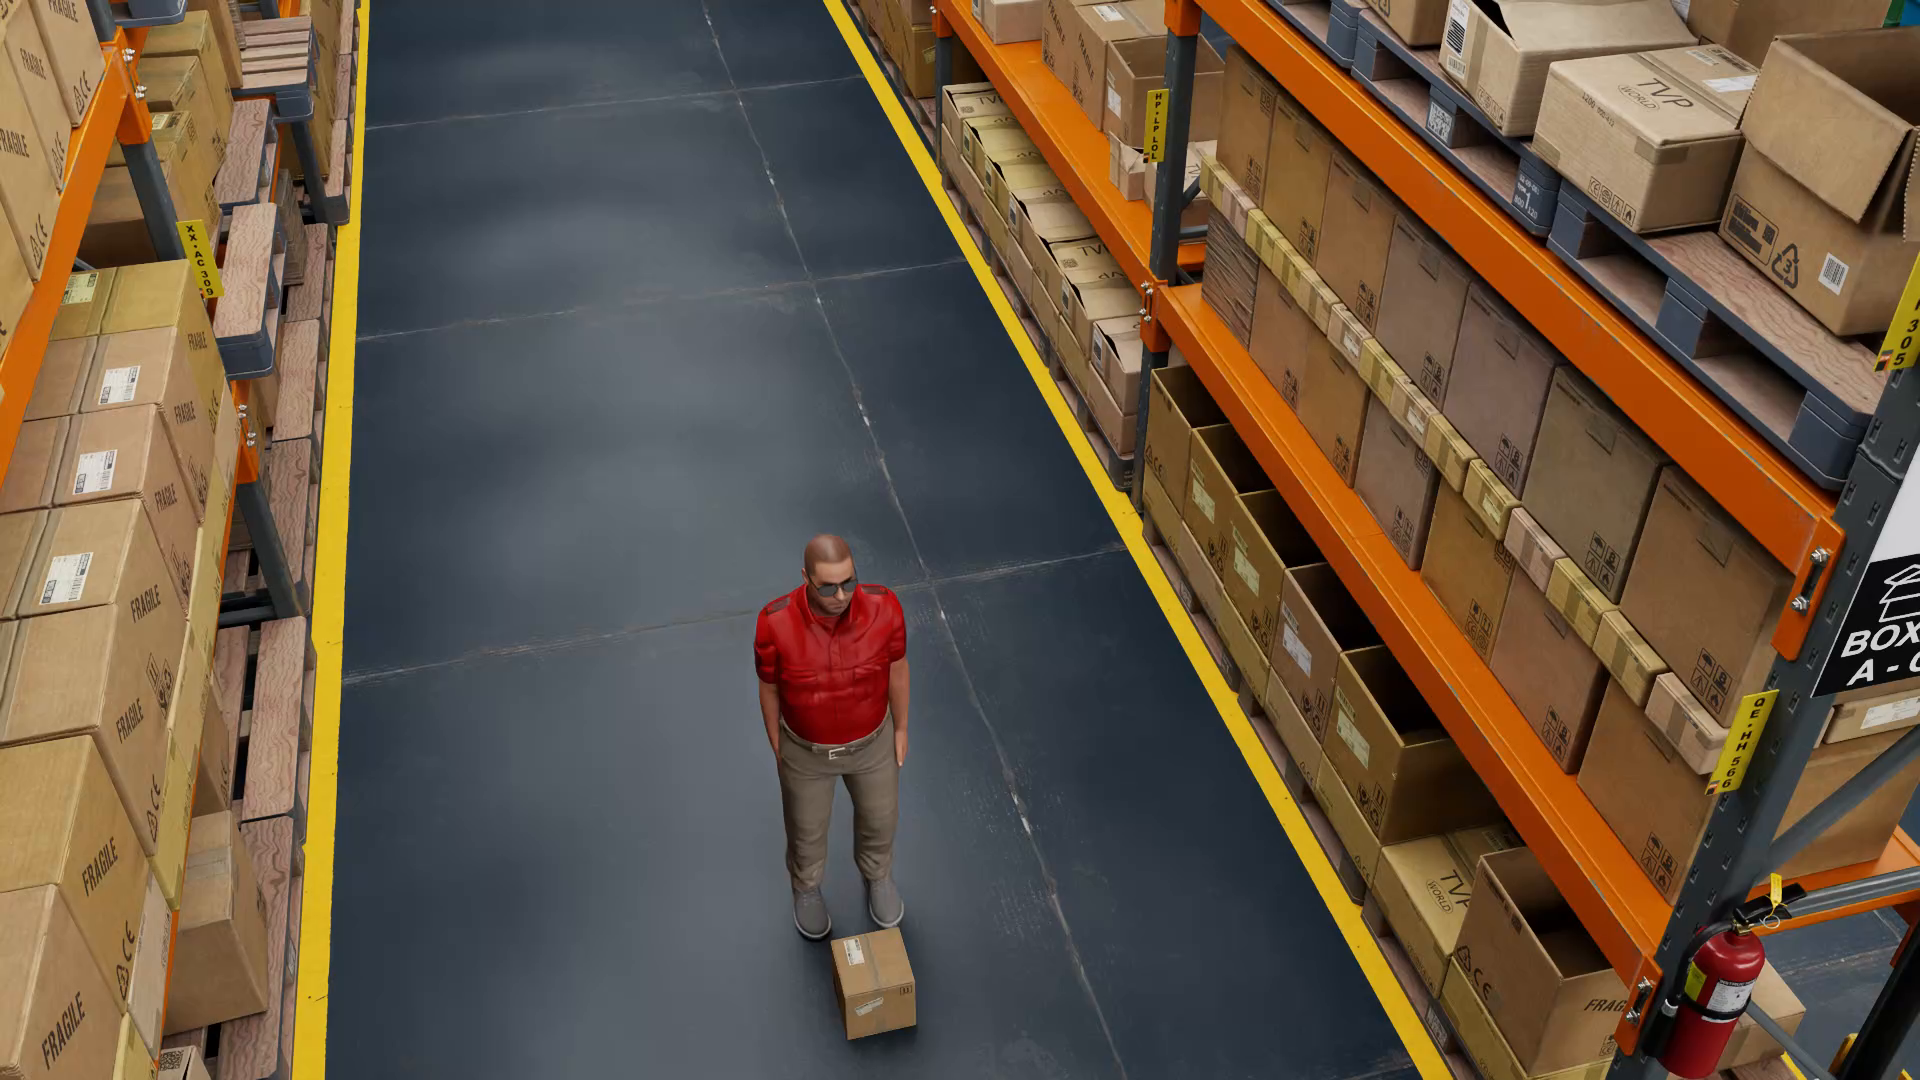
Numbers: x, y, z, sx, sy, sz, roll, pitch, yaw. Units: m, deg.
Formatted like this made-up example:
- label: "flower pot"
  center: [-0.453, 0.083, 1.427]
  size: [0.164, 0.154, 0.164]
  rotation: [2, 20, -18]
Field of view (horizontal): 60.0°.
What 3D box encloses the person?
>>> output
- label: "person"
  center: [-0.384, 1.117, 5.987]
  size: [0.562, 0.887, 0.874]
  rotation: [-9, 39, -12]
